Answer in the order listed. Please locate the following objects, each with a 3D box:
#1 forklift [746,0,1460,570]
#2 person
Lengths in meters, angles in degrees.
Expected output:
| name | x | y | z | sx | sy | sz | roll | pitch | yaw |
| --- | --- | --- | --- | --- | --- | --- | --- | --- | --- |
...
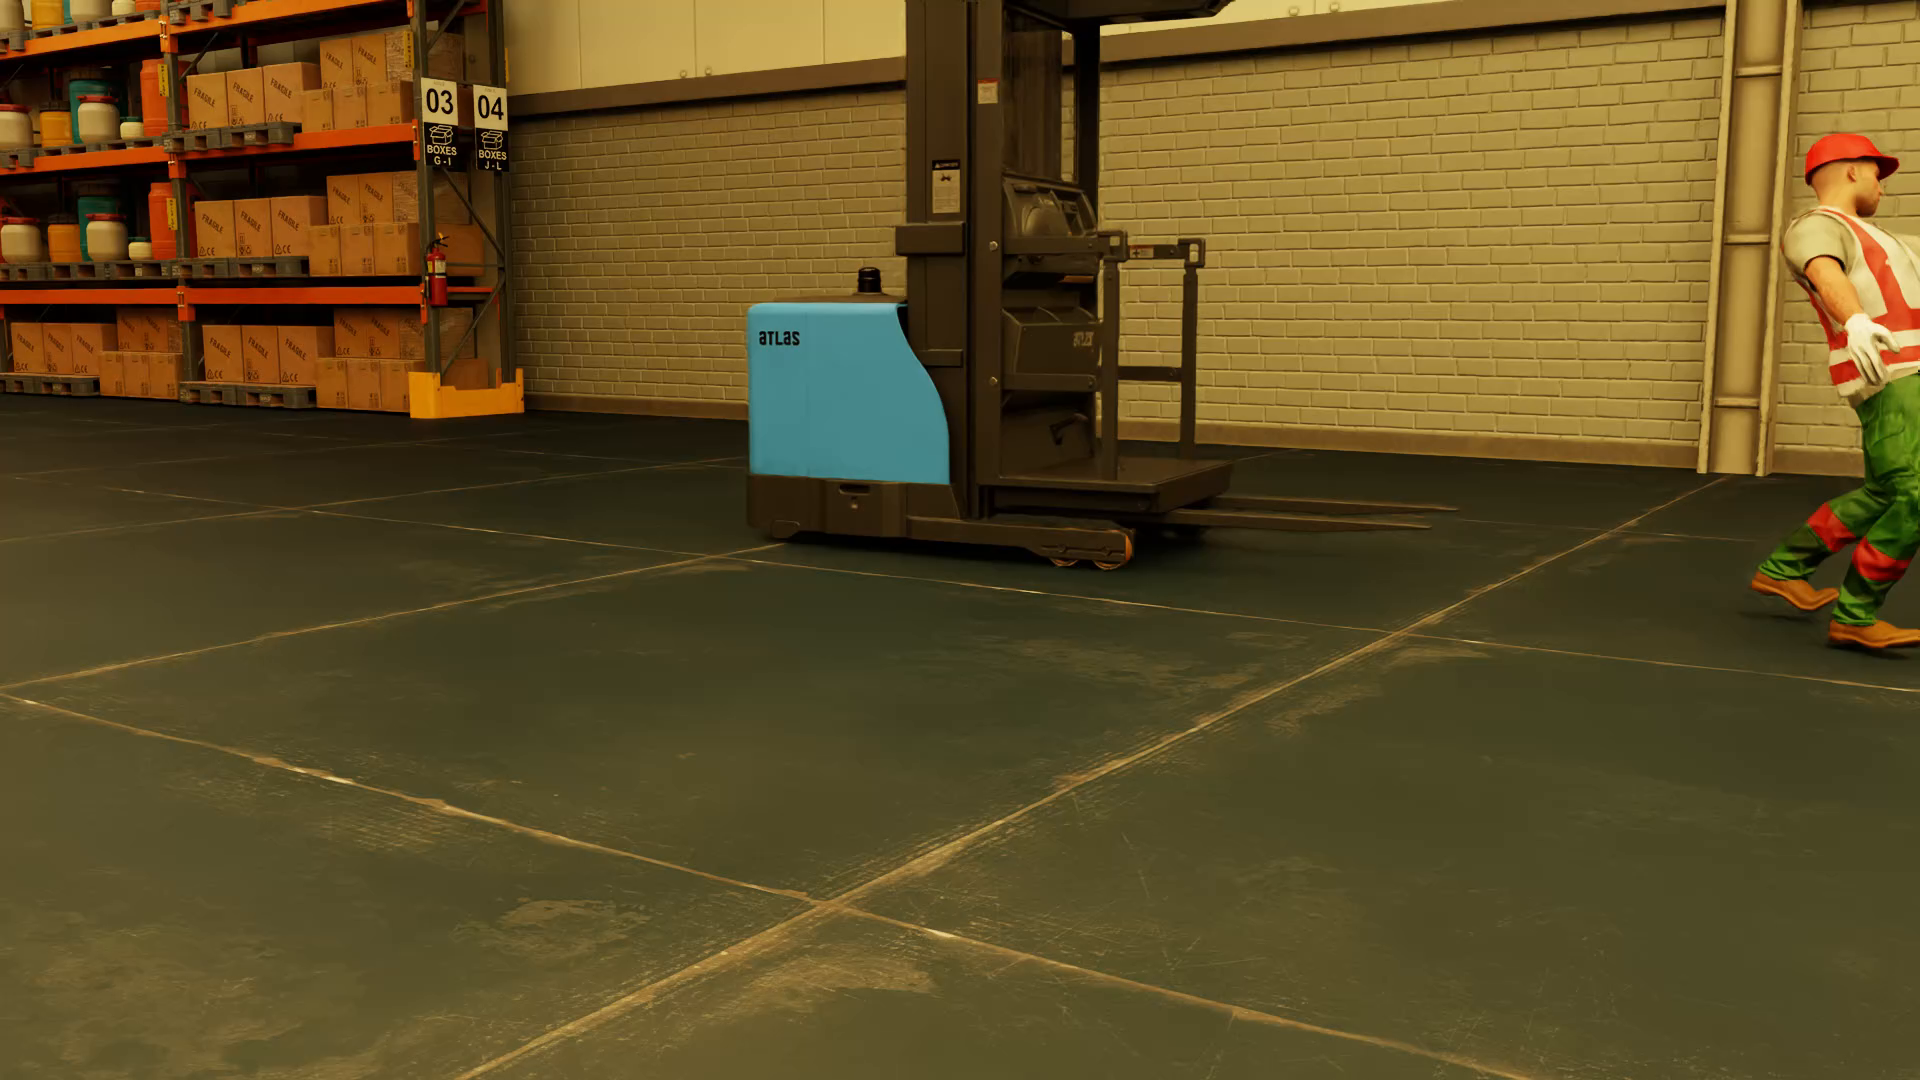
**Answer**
| name | x | y | z | sx | sy | sz | roll | pitch | yaw |
| --- | --- | --- | --- | --- | --- | --- | --- | --- | --- |
| forklift | 0.583 | -1.413 | 7.133 | 3.031 | 2.935 | 1.130 | 4 | 9 | 26 |
| person | 2.870 | -0.471 | 5.126 | 0.853 | 1.594 | 0.916 | 6 | 10 | 36 |
